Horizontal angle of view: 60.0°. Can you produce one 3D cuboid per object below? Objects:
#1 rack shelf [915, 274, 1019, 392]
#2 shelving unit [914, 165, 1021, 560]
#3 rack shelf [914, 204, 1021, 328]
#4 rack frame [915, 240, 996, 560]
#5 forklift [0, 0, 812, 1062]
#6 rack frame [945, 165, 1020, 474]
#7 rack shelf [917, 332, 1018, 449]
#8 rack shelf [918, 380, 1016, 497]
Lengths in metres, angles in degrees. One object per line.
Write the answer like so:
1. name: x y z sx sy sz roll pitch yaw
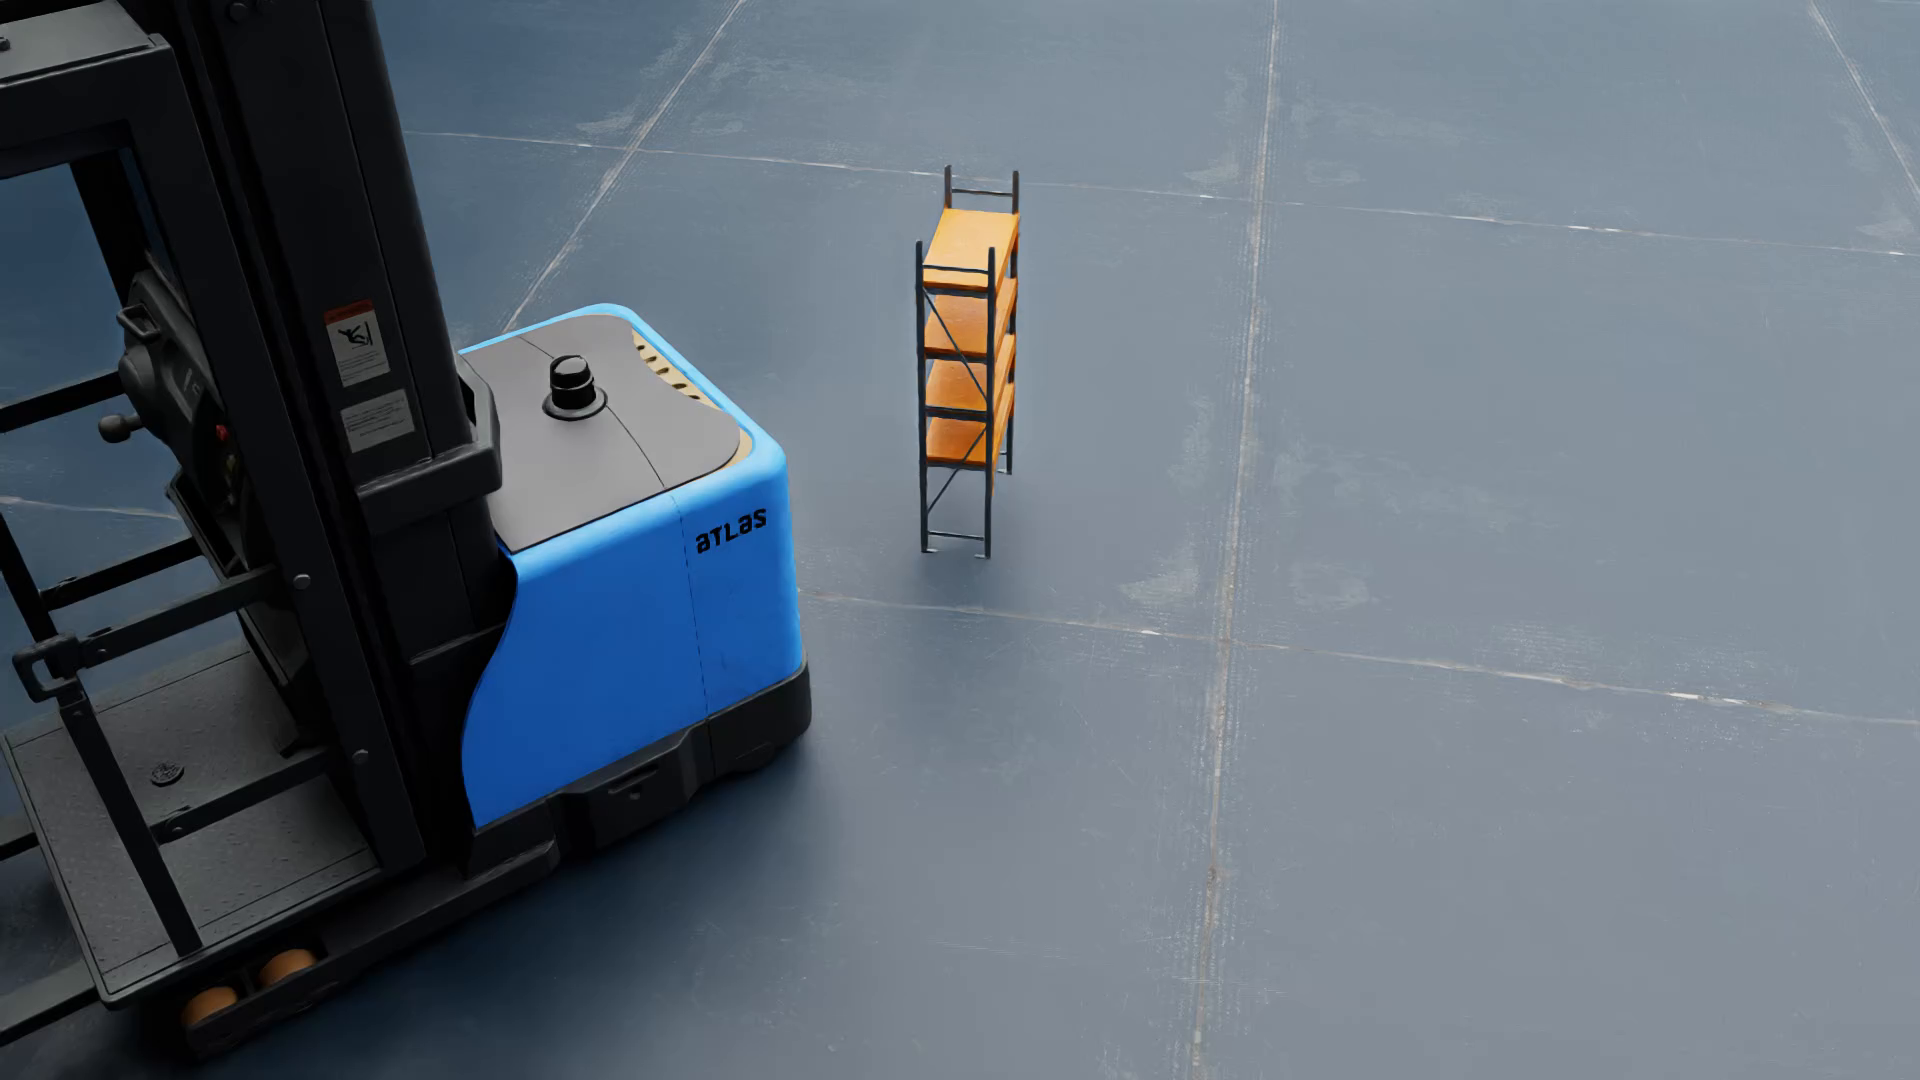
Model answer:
1. rack shelf: 0.029 -0.687 5.394 0.258 0.148 0.480 6 40 8
2. shelving unit: 0.029 -0.566 5.493 0.258 1.200 0.503 6 40 8
3. rack shelf: 0.029 -0.869 5.243 0.258 0.148 0.480 6 40 8
4. rack frame: -0.014 -0.413 5.308 0.240 1.200 0.015 6 40 8
5. forklift: -1.932 -0.226 3.723 3.031 2.935 1.130 -25 46 -27
6. rack frame: 0.071 -0.719 5.679 0.240 1.200 0.015 6 40 8
7. rack shelf: 0.029 -0.514 5.536 0.258 0.148 0.480 6 40 8
8. rack shelf: 0.029 -0.361 5.663 0.258 0.148 0.480 6 40 8
